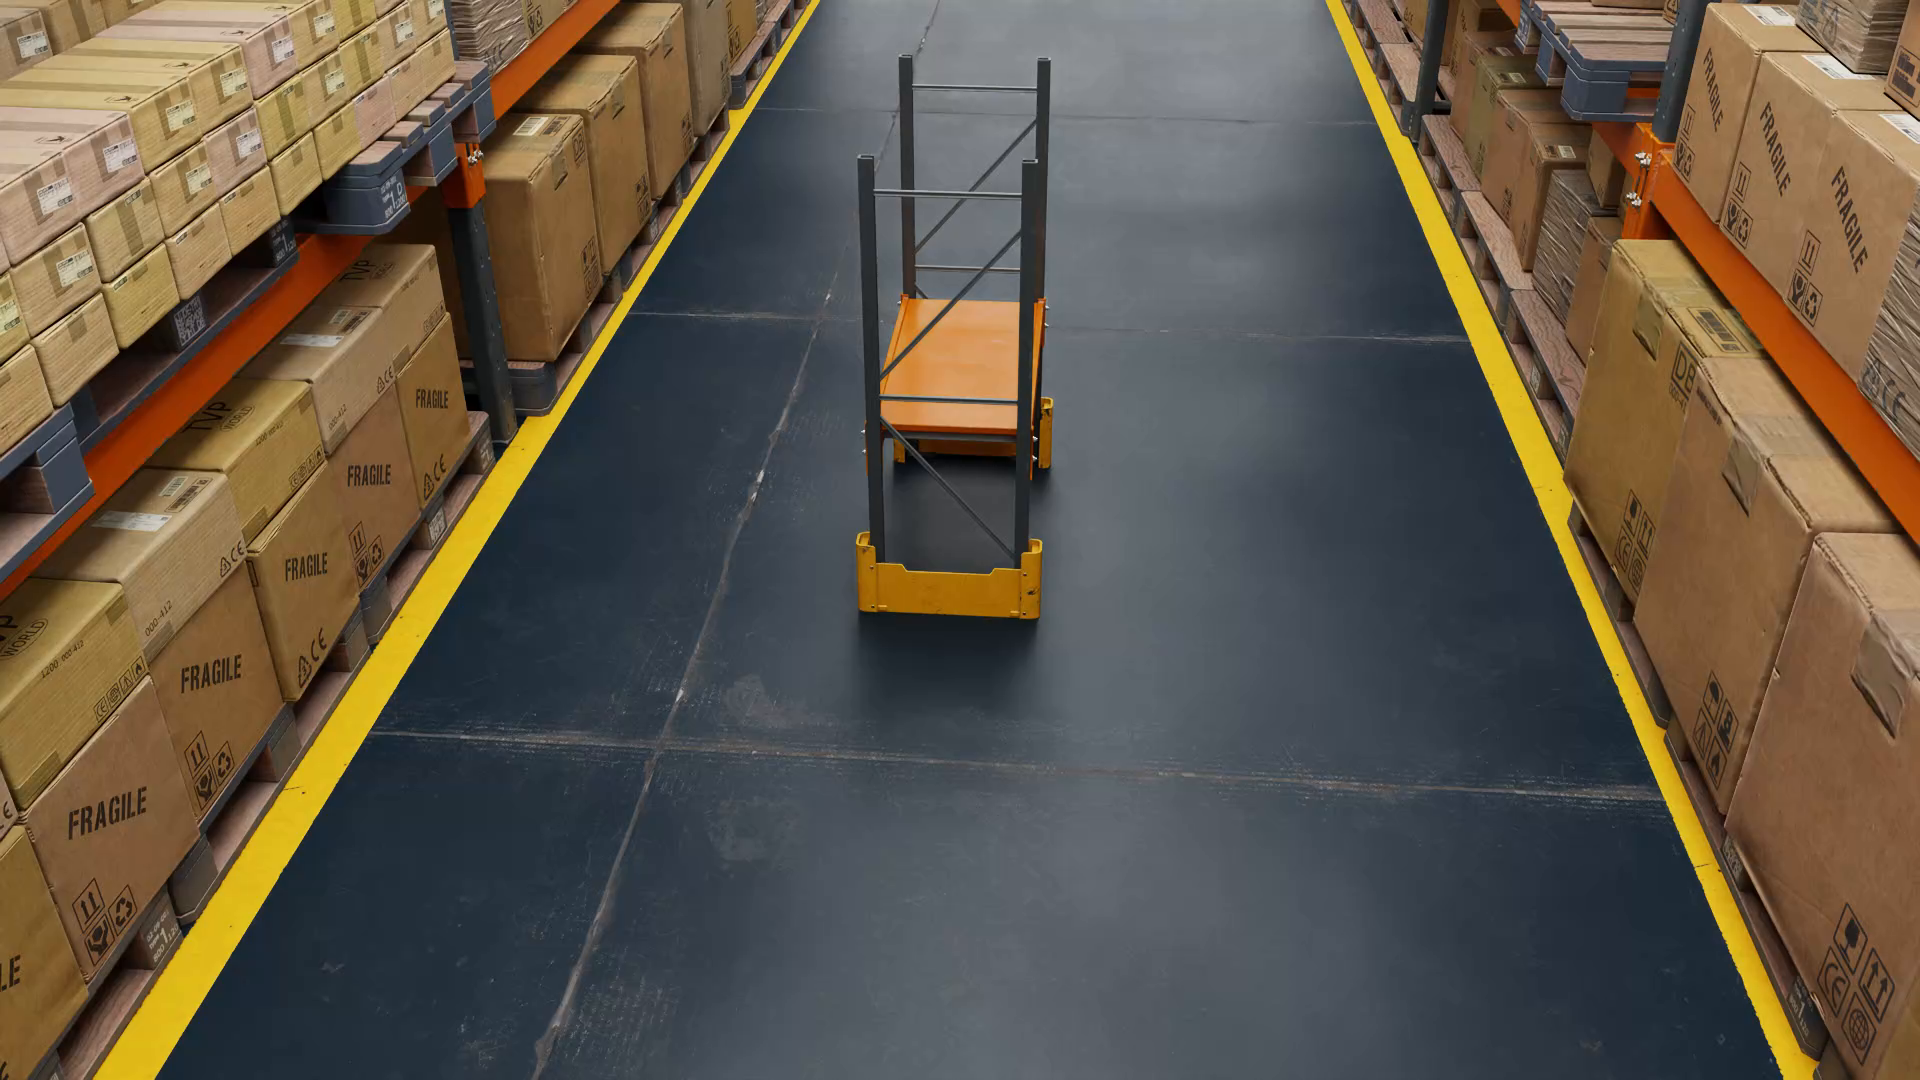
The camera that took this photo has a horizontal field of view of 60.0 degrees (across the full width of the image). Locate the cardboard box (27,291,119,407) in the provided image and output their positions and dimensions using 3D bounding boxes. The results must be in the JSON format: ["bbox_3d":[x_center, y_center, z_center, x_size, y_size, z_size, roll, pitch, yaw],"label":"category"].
[{"bbox_3d":[-1.962,-0.393,3.368,0.380,0.149,0.250,1,32,2],"label":"cardboard box"}]

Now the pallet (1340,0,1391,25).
[{"bbox_3d":[3.269,-3.955,11.966,1.003,0.211,1.213,2,32,4],"label":"pallet"}]

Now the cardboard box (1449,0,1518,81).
[{"bbox_3d":[3.123,-2.835,9.474,0.500,0.500,0.500,2,32,2],"label":"cardboard box"}]

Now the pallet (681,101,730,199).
[{"bbox_3d":[-1.872,-2.184,9.093,1.003,0.211,1.213,2,32,4],"label":"pallet"}]

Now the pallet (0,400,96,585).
[{"bbox_3d":[-2.329,0.094,2.922,1.003,0.211,1.213,2,32,4],"label":"pallet"}]

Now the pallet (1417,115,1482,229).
[{"bbox_3d":[2.989,-1.919,8.663,1.003,0.211,1.213,2,32,4],"label":"pallet"}]

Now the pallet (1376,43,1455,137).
[{"bbox_3d":[3.070,-2.679,9.896,1.003,0.211,1.213,2,32,4],"label":"pallet"}]

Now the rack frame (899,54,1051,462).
[{"bbox_3d":[0.048,-0.949,5.860,0.500,1.500,0.032,2,32,4],"label":"rack frame"}]

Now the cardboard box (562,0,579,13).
[{"bbox_3d":[-1.824,-2.482,6.823,0.500,0.500,0.500,2,32,4],"label":"cardboard box"}]

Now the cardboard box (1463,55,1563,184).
[{"bbox_3d":[2.922,-2.068,8.209,0.700,0.500,0.500,2,32,4],"label":"cardboard box"}]

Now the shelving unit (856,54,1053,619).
[{"bbox_3d":[0.006,-0.678,5.421,0.587,1.500,1.083,2,32,4],"label":"shelving unit"}]

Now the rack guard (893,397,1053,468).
[{"bbox_3d":[0.047,-0.407,6.172,0.587,0.250,0.087,2,32,4],"label":"rack guard"}]

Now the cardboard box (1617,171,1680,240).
[{"bbox_3d":[2.750,-1.216,6.112,0.500,0.250,0.500,4,32,6],"label":"cardboard box"}]

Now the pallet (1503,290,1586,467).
[{"bbox_3d":[2.790,-0.643,6.592,1.003,0.211,1.213,2,32,4],"label":"pallet"}]

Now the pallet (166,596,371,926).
[{"bbox_3d":[-2.377,0.546,4.663,1.003,0.211,1.213,2,32,4],"label":"pallet"}]

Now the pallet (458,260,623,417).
[{"bbox_3d":[-2.071,-0.908,7.023,1.003,0.211,1.213,2,32,4],"label":"pallet"}]

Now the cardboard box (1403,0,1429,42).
[{"bbox_3d":[3.135,-3.463,10.493,0.500,0.500,0.500,0,32,0],"label":"cardboard box"}]

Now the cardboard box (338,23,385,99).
[{"bbox_3d":[-1.835,-1.330,4.604,0.380,0.149,0.250,3,32,5],"label":"cardboard box"}]

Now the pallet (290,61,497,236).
[{"bbox_3d":[-2.162,-1.227,5.065,1.213,0.211,1.003,2,32,4],"label":"pallet"}]

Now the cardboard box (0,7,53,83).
[{"bbox_3d":[-2.527,-1.229,4.158,0.380,0.149,0.250,4,32,6],"label":"cardboard box"}]

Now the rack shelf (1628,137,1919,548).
[{"bbox_3d":[2.562,-0.070,3.689,1.077,0.370,4.000,2,32,4],"label":"rack shelf"}]

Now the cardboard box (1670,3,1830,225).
[{"bbox_3d":[2.414,-1.222,4.778,0.500,0.500,0.500,3,32,5],"label":"cardboard box"}]

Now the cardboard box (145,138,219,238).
[{"bbox_3d":[-1.920,-0.797,3.740,0.380,0.149,0.250,2,32,3],"label":"cardboard box"}]

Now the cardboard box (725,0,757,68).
[{"bbox_3d":[-1.764,-3.378,9.997,0.875,0.875,0.875,3,32,5],"label":"cardboard box"}]

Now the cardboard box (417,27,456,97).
[{"bbox_3d":[-1.792,-1.481,5.133,0.380,0.149,0.250,3,32,5],"label":"cardboard box"}]

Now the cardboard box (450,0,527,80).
[{"bbox_3d":[-1.905,-1.952,5.963,0.500,0.500,0.500,3,32,5],"label":"cardboard box"}]

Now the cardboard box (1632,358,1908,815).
[{"bbox_3d":[2.568,0.130,4.305,1.225,0.875,0.875,3,32,4],"label":"cardboard box"}]

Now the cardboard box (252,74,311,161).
[{"bbox_3d":[-1.879,-1.069,4.181,0.380,0.149,0.250,2,32,4],"label":"cardboard box"}]

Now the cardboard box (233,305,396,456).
[{"bbox_3d":[-2.035,-0.487,4.948,0.500,0.250,0.500,3,32,5],"label":"cardboard box"}]

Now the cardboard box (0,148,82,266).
[{"bbox_3d":[-1.962,-0.650,3.218,0.380,0.149,0.250,2,32,4],"label":"cardboard box"}]

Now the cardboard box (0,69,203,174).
[{"bbox_3d":[-1.923,-0.923,3.661,0.380,0.149,0.250,3,32,5],"label":"cardboard box"}]

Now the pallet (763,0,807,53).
[{"bbox_3d":[-1.648,-3.625,11.431,1.003,0.211,1.213,2,32,4],"label":"pallet"}]

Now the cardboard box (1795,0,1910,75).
[{"bbox_3d":[2.649,-1.510,4.289,0.797,0.503,0.637,3,32,6],"label":"cardboard box"}]

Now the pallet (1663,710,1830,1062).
[{"bbox_3d":[2.484,0.811,4.233,1.003,0.211,1.213,2,32,4],"label":"pallet"}]

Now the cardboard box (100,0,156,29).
[{"bbox_3d":[-2.484,-1.509,4.612,0.380,0.149,0.250,2,32,4],"label":"cardboard box"}]

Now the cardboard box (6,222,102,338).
[{"bbox_3d":[-1.965,-0.527,3.302,0.380,0.149,0.250,4,32,6],"label":"cardboard box"}]

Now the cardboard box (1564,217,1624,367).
[{"bbox_3d":[2.760,-0.896,6.308,0.700,0.500,0.500,1,32,1],"label":"cardboard box"}]

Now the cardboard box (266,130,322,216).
[{"bbox_3d":[-1.879,-0.945,4.264,0.380,0.149,0.250,1,32,2],"label":"cardboard box"}]

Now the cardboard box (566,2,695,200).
[{"bbox_3d":[-1.928,-2.166,8.150,1.050,0.750,0.750,2,32,4],"label":"cardboard box"}]

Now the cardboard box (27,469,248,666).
[{"bbox_3d":[-2.125,0.051,4.075,0.500,0.250,0.500,4,32,6],"label":"cardboard box"}]

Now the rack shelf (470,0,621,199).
[{"bbox_3d":[-2.047,-2.426,7.513,1.077,0.370,4.000,2,32,4],"label":"rack shelf"}]

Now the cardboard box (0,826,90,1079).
[{"bbox_3d":[-2.211,0.916,3.387,0.500,0.500,0.500,4,32,6],"label":"cardboard box"}]

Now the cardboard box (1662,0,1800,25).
[{"bbox_3d":[2.729,-1.927,5.522,0.500,0.500,0.500,-1,32,-2],"label":"cardboard box"}]

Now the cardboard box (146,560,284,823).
[{"bbox_3d":[-2.141,0.364,4.282,0.500,0.500,0.500,3,32,5],"label":"cardboard box"}]

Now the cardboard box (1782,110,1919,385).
[{"bbox_3d":[2.336,-0.684,3.905,0.500,0.500,0.500,2,32,3],"label":"cardboard box"}]

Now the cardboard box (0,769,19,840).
[{"bbox_3d":[-2.212,0.596,3.191,0.500,0.250,0.500,1,32,2],"label":"cardboard box"}]

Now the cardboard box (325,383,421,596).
[{"bbox_3d":[-2.049,-0.174,5.156,0.500,0.500,0.500,4,32,6],"label":"cardboard box"}]

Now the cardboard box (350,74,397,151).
[{"bbox_3d":[-1.835,-1.216,4.704,0.380,0.149,0.250,3,32,5],"label":"cardboard box"}]

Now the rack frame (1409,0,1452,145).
[{"bbox_3d":[3.051,-3.513,8.592,1.000,3.000,0.127,2,32,4],"label":"rack frame"}]

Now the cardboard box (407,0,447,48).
[{"bbox_3d":[-1.797,-1.607,5.054,0.380,0.149,0.250,3,32,5],"label":"cardboard box"}]

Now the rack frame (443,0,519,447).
[{"bbox_3d":[-2.210,-1.686,5.627,1.000,3.000,0.127,2,32,4],"label":"rack frame"}]

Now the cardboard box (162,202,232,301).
[{"bbox_3d":[-1.921,-0.667,3.813,0.380,0.149,0.250,1,32,2],"label":"cardboard box"}]

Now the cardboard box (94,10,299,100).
[{"bbox_3d":[-1.881,-1.202,4.113,0.380,0.149,0.250,2,32,4],"label":"cardboard box"}]

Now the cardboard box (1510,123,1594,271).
[{"bbox_3d":[2.831,-1.483,7.261,0.700,0.500,0.500,5,32,8],"label":"cardboard box"}]

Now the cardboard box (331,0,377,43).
[{"bbox_3d":[-1.837,-1.467,4.544,0.380,0.149,0.250,3,32,5],"label":"cardboard box"}]

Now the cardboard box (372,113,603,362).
[{"bbox_3d":[-2.071,-1.222,6.618,1.050,0.750,0.750,2,32,3],"label":"cardboard box"}]
